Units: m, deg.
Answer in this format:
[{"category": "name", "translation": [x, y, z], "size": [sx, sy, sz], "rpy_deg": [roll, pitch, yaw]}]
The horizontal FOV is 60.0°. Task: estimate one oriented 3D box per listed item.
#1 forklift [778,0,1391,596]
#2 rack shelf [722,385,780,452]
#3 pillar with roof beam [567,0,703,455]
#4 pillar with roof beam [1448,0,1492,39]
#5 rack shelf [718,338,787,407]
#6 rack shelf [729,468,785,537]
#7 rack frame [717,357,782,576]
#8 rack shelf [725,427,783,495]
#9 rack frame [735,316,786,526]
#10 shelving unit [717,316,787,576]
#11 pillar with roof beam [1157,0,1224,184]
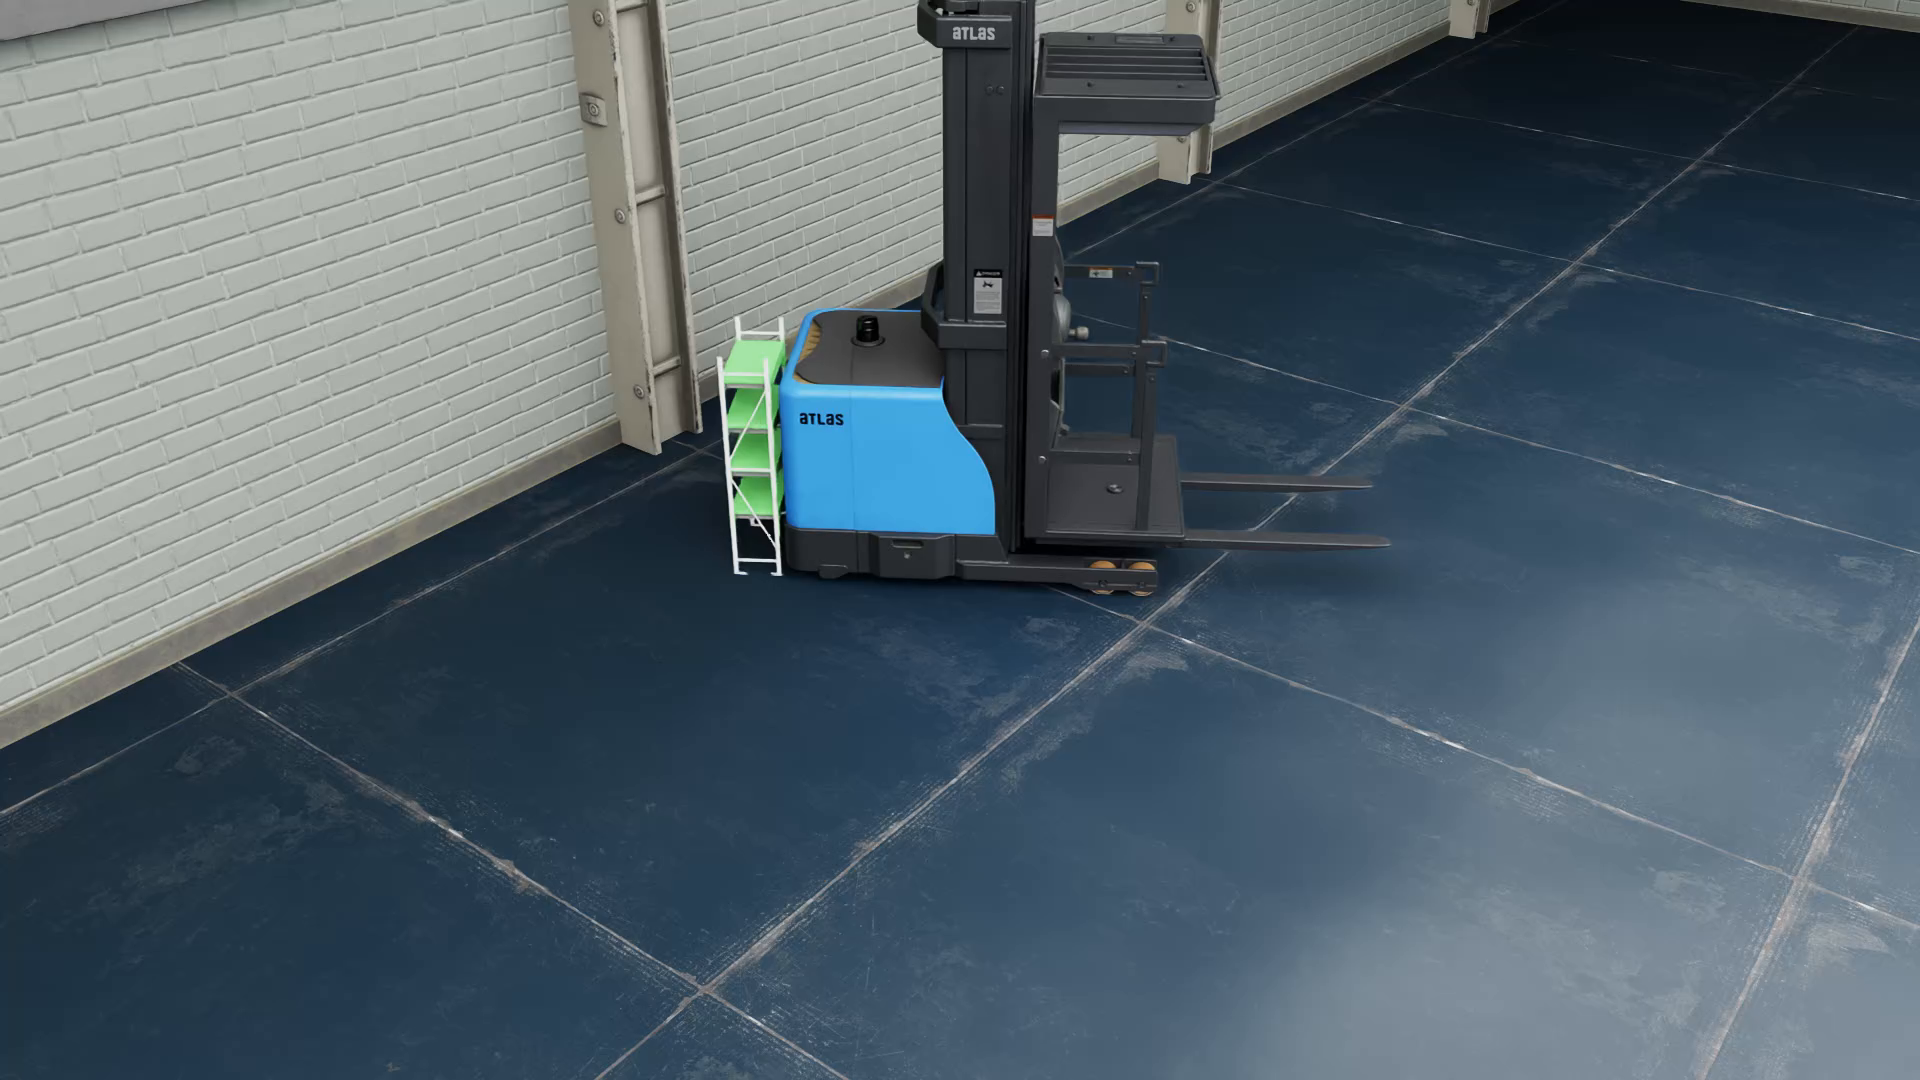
[{"category": "forklift", "translation": [0.657, -1.263, 8.007], "size": [3.031, 2.935, 1.130], "rpy_deg": [2, 31, 3]}, {"category": "rack shelf", "translation": [-1.012, -0.618, 8.271], "size": [0.258, 0.148, 0.480], "rpy_deg": [2, 31, 3]}, {"category": "pillar with roof beam", "translation": [1.675, -3.161, 5.258], "size": [9.100, 9.000, 0.400], "rpy_deg": [21, 37, 31]}, {"category": "pillar with roof beam", "translation": [8.919, -8.039, 13.488], "size": [9.100, 9.000, 0.400], "rpy_deg": [21, 37, 31]}, {"category": "rack shelf", "translation": [-1.012, -0.825, 8.148], "size": [0.258, 0.148, 0.480], "rpy_deg": [2, 31, 3]}, {"category": "rack shelf", "translation": [-1.012, -0.205, 8.515], "size": [0.258, 0.148, 0.480], "rpy_deg": [2, 31, 3]}, {"category": "rack frame", "translation": [-1.026, -0.342, 8.151], "size": [0.240, 1.200, 0.015], "rpy_deg": [2, 31, 3]}, {"category": "rack shelf", "translation": [-1.012, -0.412, 8.393], "size": [0.258, 0.148, 0.480], "rpy_deg": [2, 31, 3]}, {"category": "rack frame", "translation": [-0.998, -0.591, 8.570], "size": [0.240, 1.200, 0.015], "rpy_deg": [2, 31, 3]}, {"category": "shelving unit", "translation": [-1.012, -0.467, 8.361], "size": [0.258, 1.200, 0.503], "rpy_deg": [2, 31, 3]}, {"category": "pillar with roof beam", "translation": [5.297, -5.600, 9.373], "size": [9.100, 9.000, 0.400], "rpy_deg": [21, 37, 31]}]
